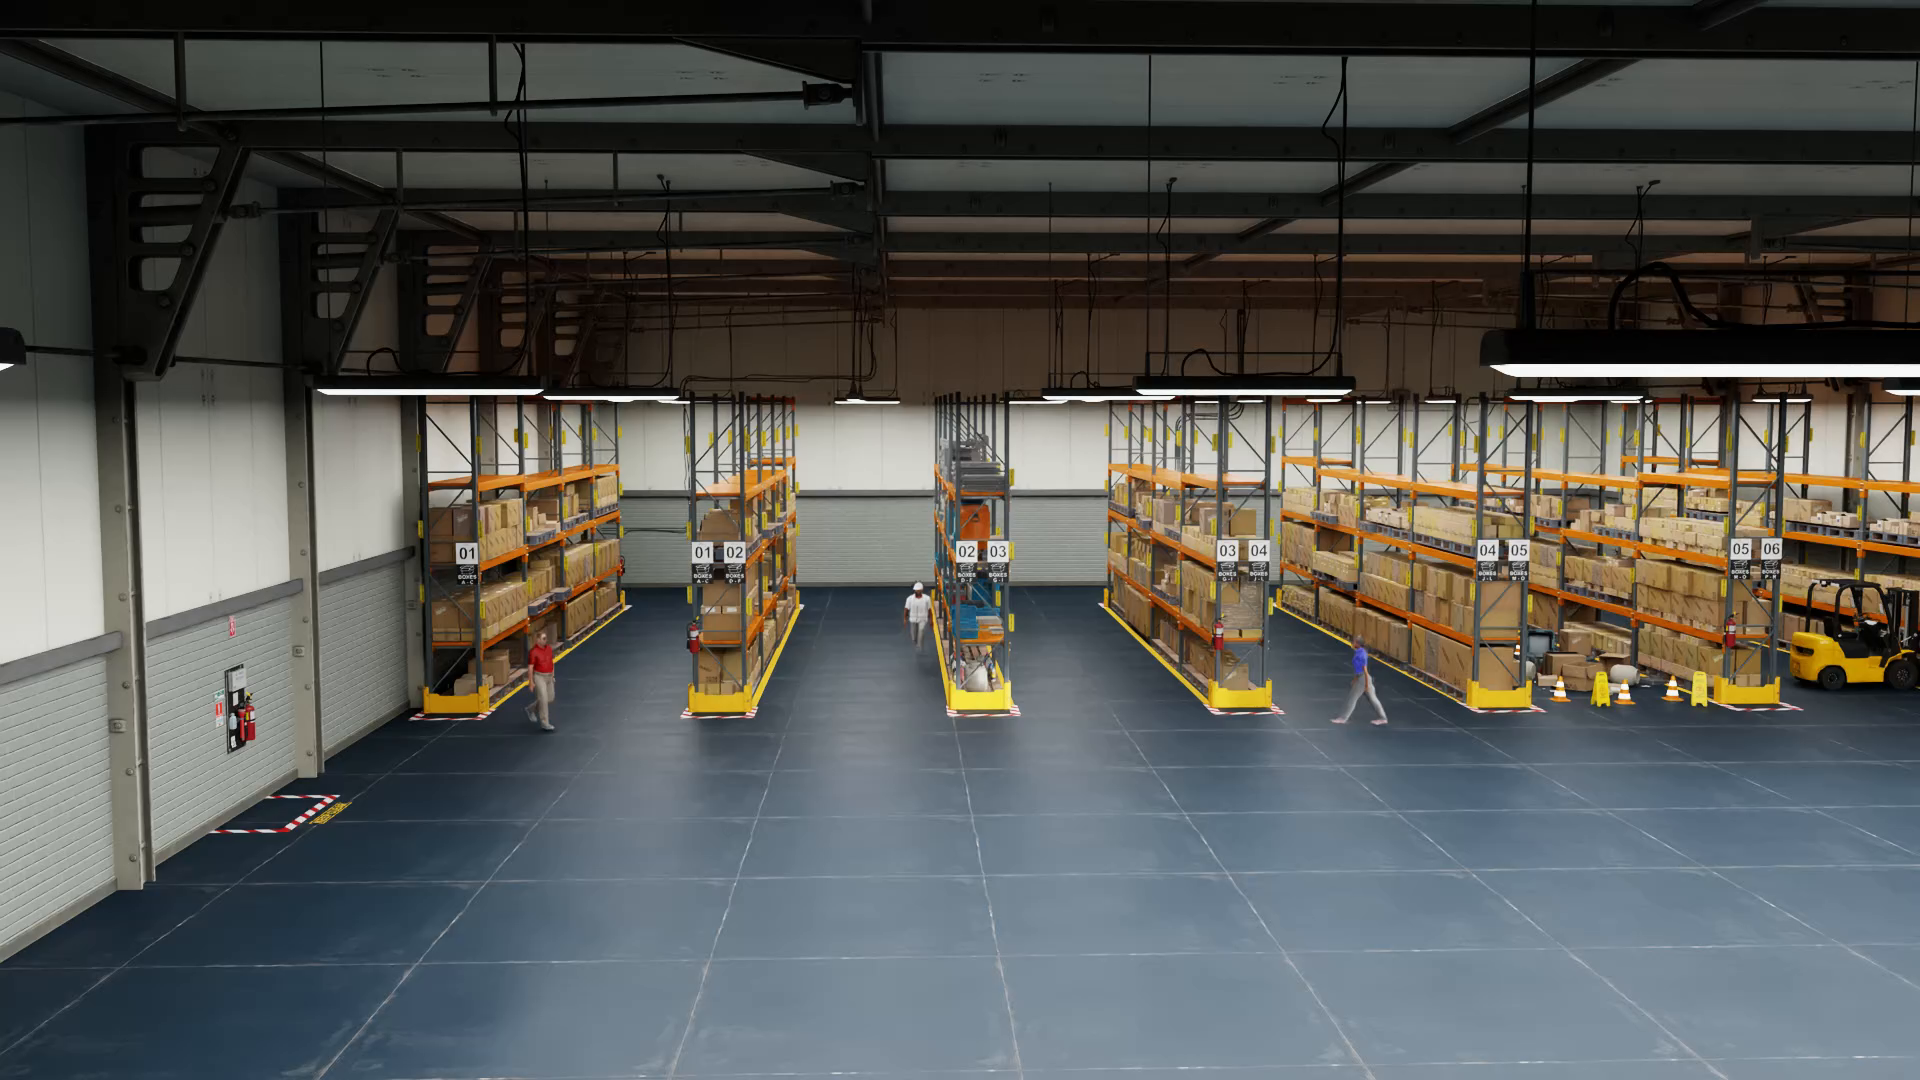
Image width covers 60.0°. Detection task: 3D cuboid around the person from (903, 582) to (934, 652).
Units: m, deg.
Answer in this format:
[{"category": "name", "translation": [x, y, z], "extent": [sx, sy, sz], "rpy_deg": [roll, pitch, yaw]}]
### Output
[{"category": "person", "translation": [-0.950, 1.713, 37.114], "extent": [0.612, 1.520, 1.060], "rpy_deg": [1, 5, 15]}]

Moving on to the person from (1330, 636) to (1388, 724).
[{"category": "person", "translation": [7.182, 2.509, 29.879], "extent": [1.005, 1.581, 0.495], "rpy_deg": [1, 5, 16]}]

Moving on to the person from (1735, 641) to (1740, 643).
[{"category": "person", "translation": [16.663, 2.022, 35.875], "extent": [0.512, 1.672, 0.516], "rpy_deg": [0, 5, -4]}]

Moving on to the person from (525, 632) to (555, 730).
[{"category": "person", "translation": [-7.464, 2.482, 29.669], "extent": [0.808, 1.700, 0.592], "rpy_deg": [3, 5, 30]}]
